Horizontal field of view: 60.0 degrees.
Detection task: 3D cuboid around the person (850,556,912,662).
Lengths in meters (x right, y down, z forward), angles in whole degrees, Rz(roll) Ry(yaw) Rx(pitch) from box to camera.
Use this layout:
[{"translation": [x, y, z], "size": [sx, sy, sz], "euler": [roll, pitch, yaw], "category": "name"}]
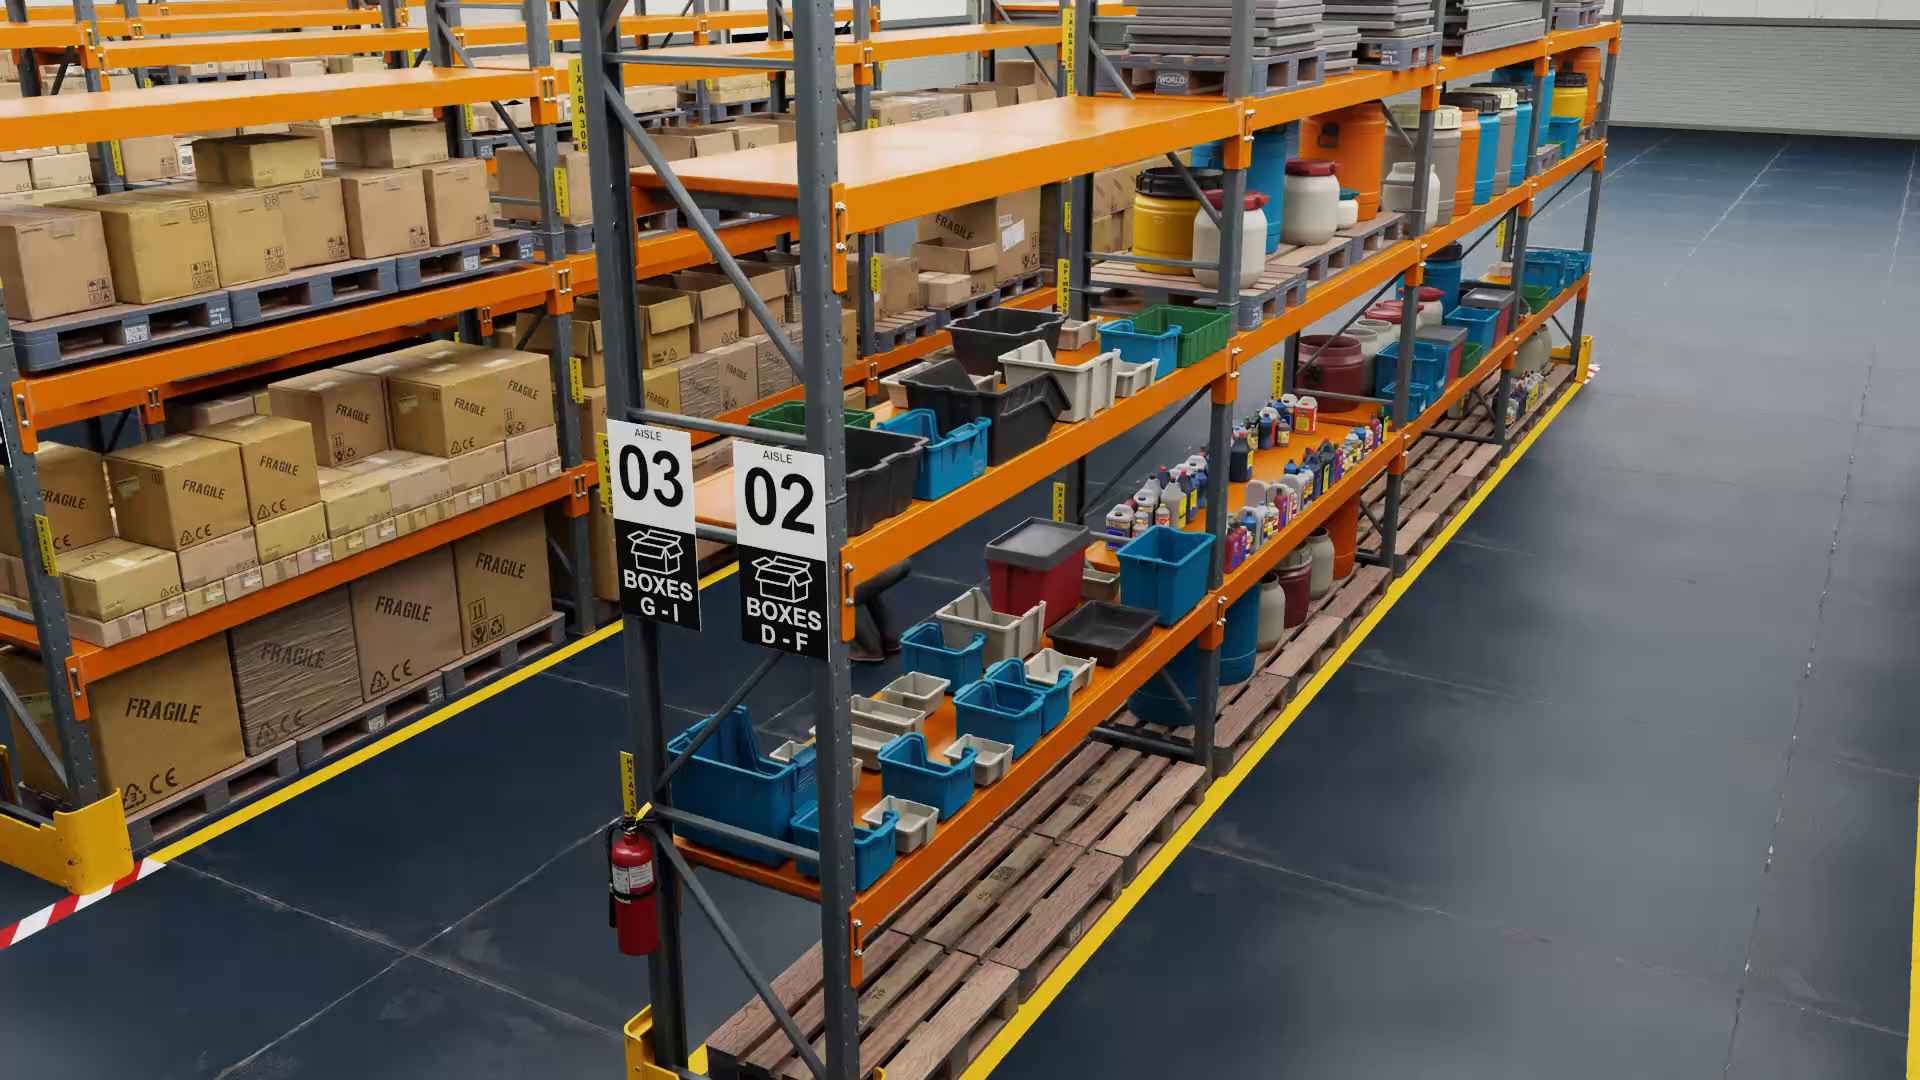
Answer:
[{"translation": [-0.778, 0.401, 12.117], "size": [0.866, 0.877, 0.462], "euler": [9, 22, 25], "category": "person"}]
